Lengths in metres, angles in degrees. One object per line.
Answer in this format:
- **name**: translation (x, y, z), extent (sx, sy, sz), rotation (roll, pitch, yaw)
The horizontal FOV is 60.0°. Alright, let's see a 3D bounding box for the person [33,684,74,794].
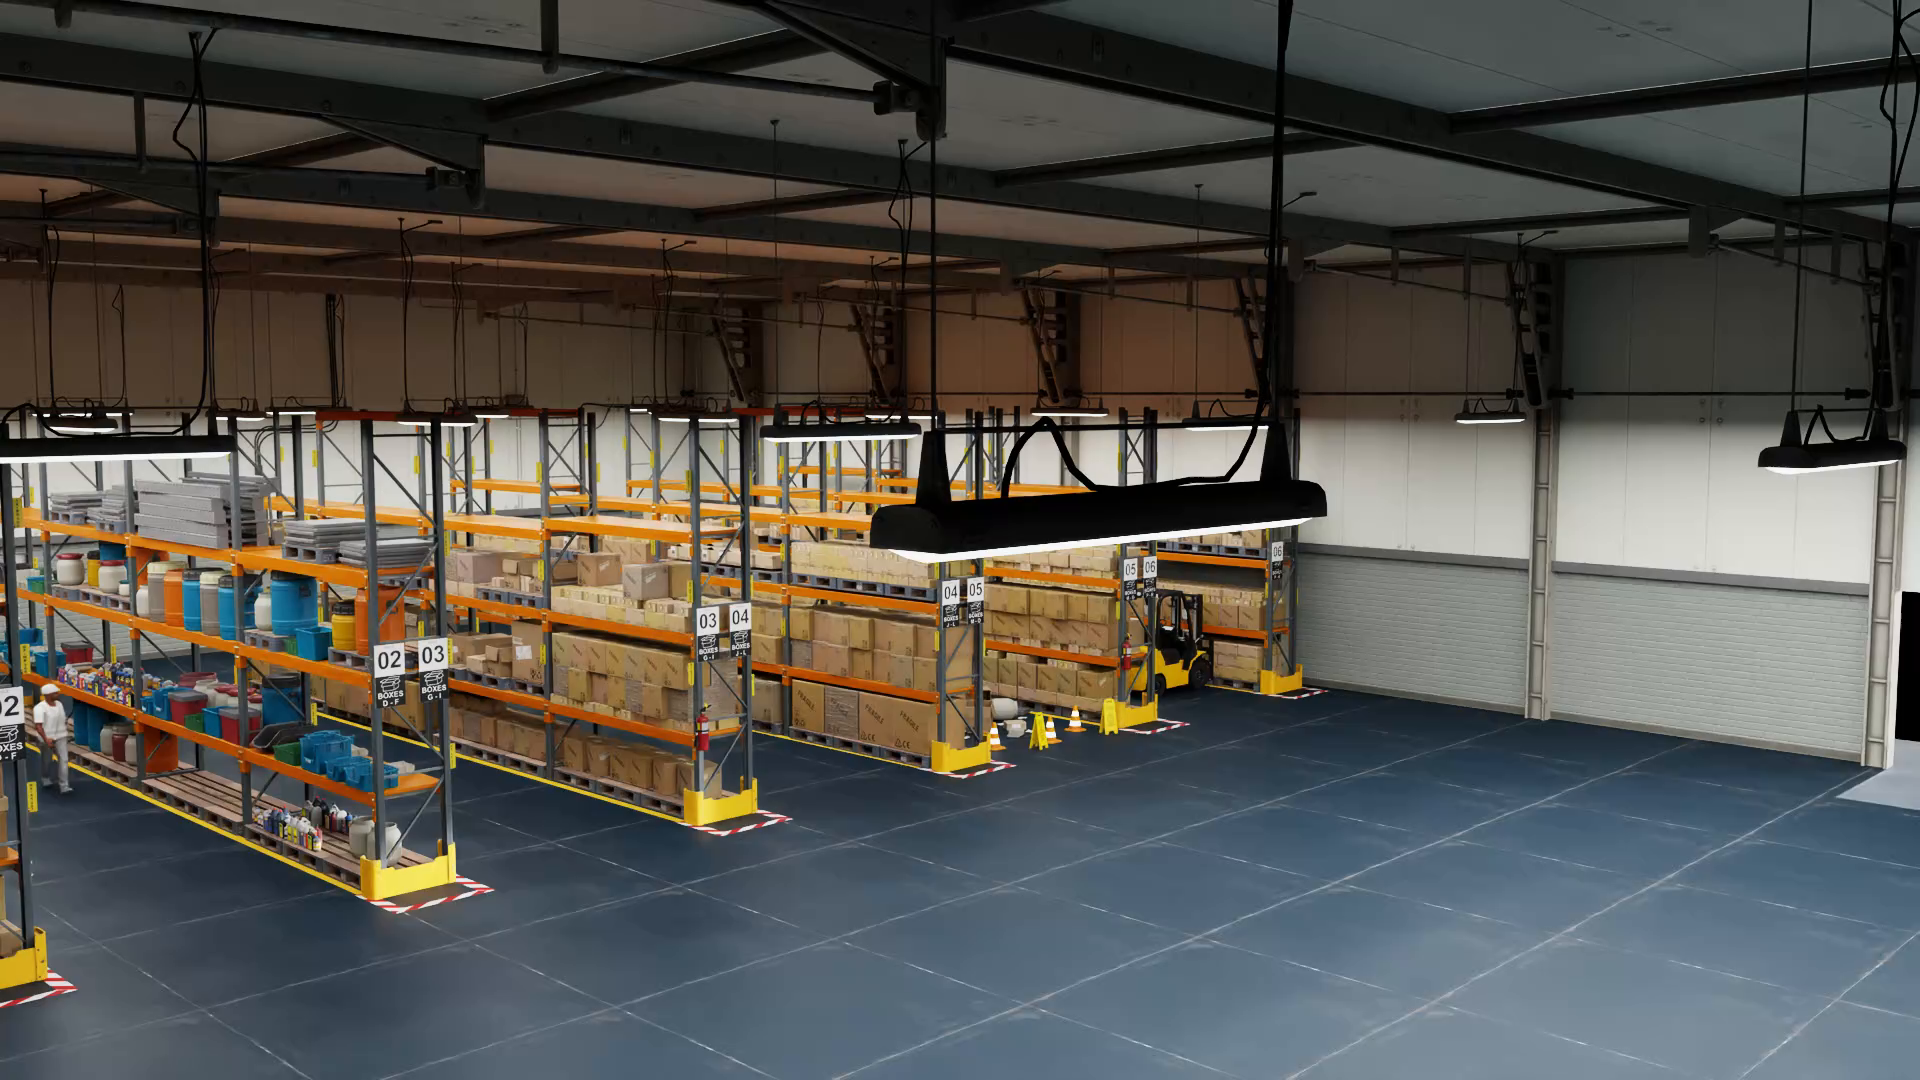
- **person**: translation (-14.382, 3.141, 26.319), extent (0.497, 1.730, 1.013), rotation (-4, 7, -39)
